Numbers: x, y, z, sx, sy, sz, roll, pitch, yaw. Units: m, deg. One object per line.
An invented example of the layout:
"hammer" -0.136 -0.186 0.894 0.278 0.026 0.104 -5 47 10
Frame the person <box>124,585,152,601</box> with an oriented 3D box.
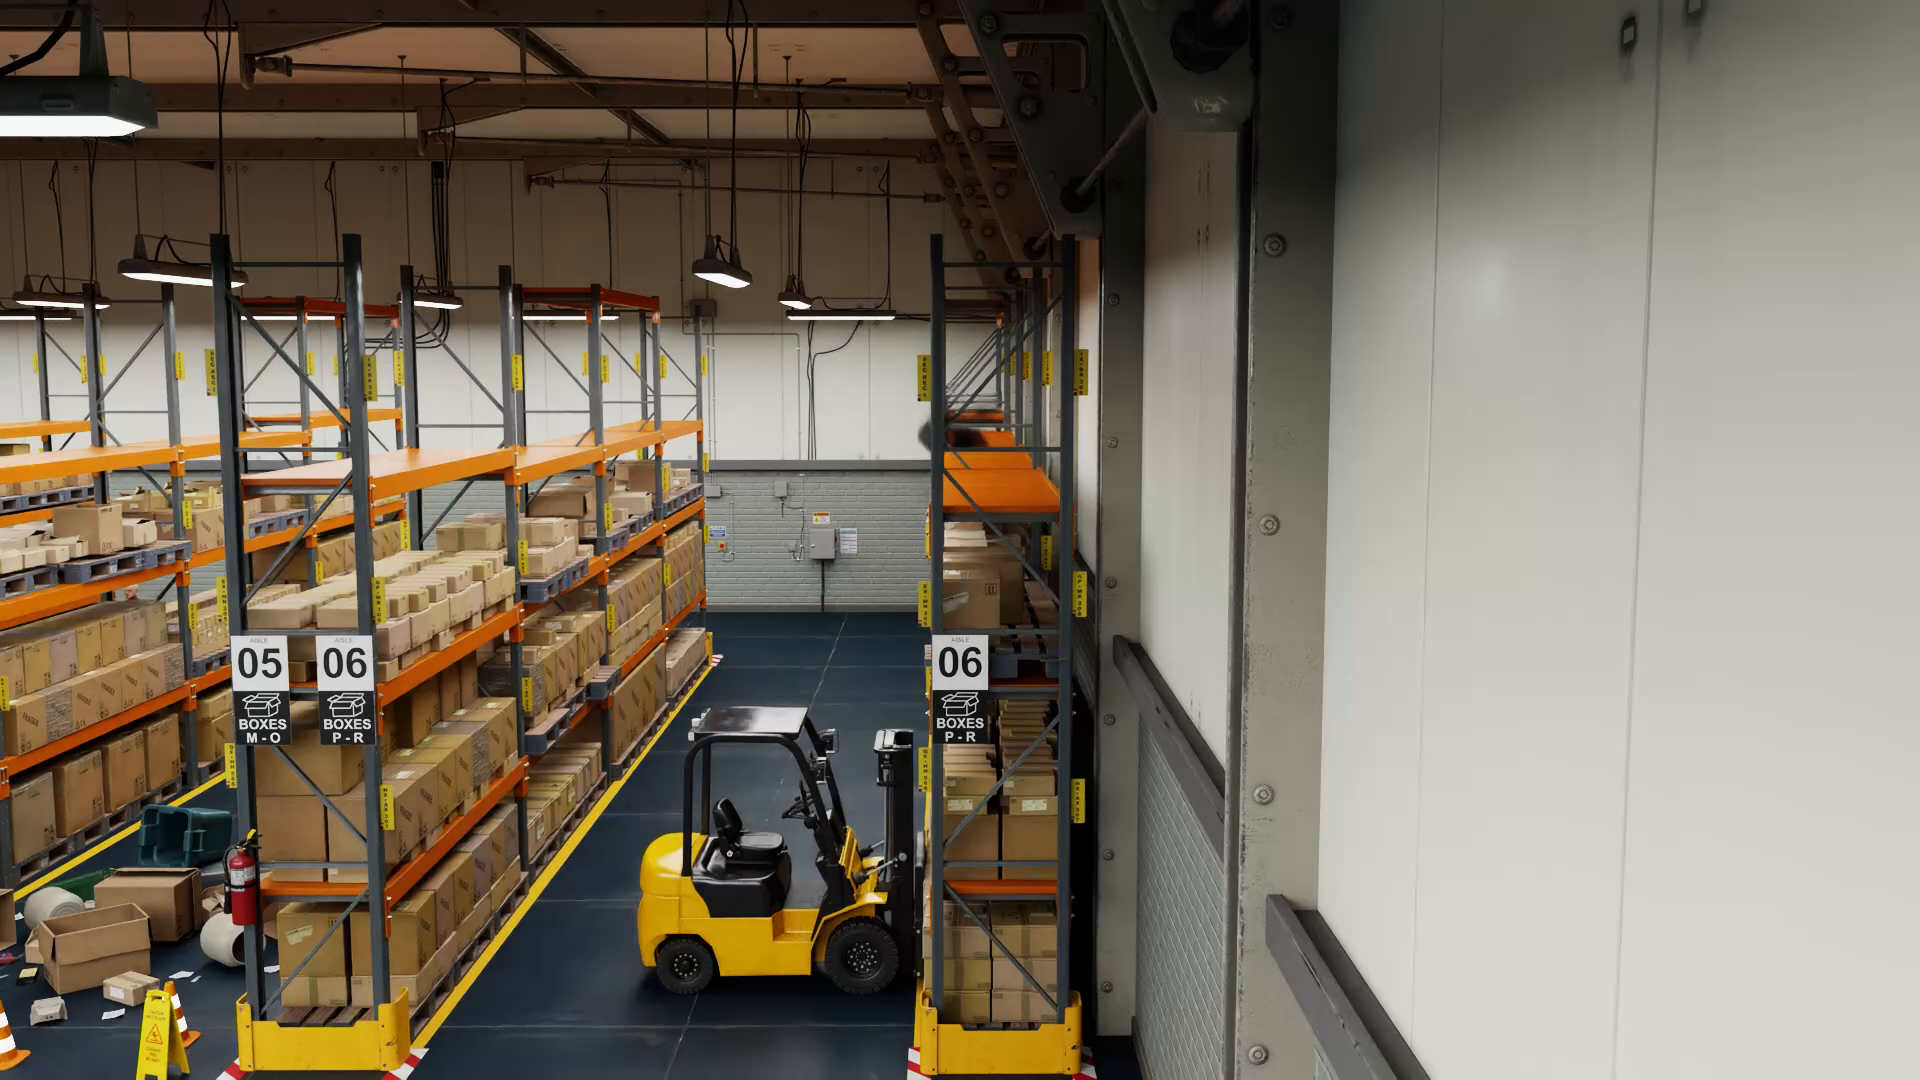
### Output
"person" -12.445 1.528 25.097 0.707 1.735 0.667 0 6 -2
